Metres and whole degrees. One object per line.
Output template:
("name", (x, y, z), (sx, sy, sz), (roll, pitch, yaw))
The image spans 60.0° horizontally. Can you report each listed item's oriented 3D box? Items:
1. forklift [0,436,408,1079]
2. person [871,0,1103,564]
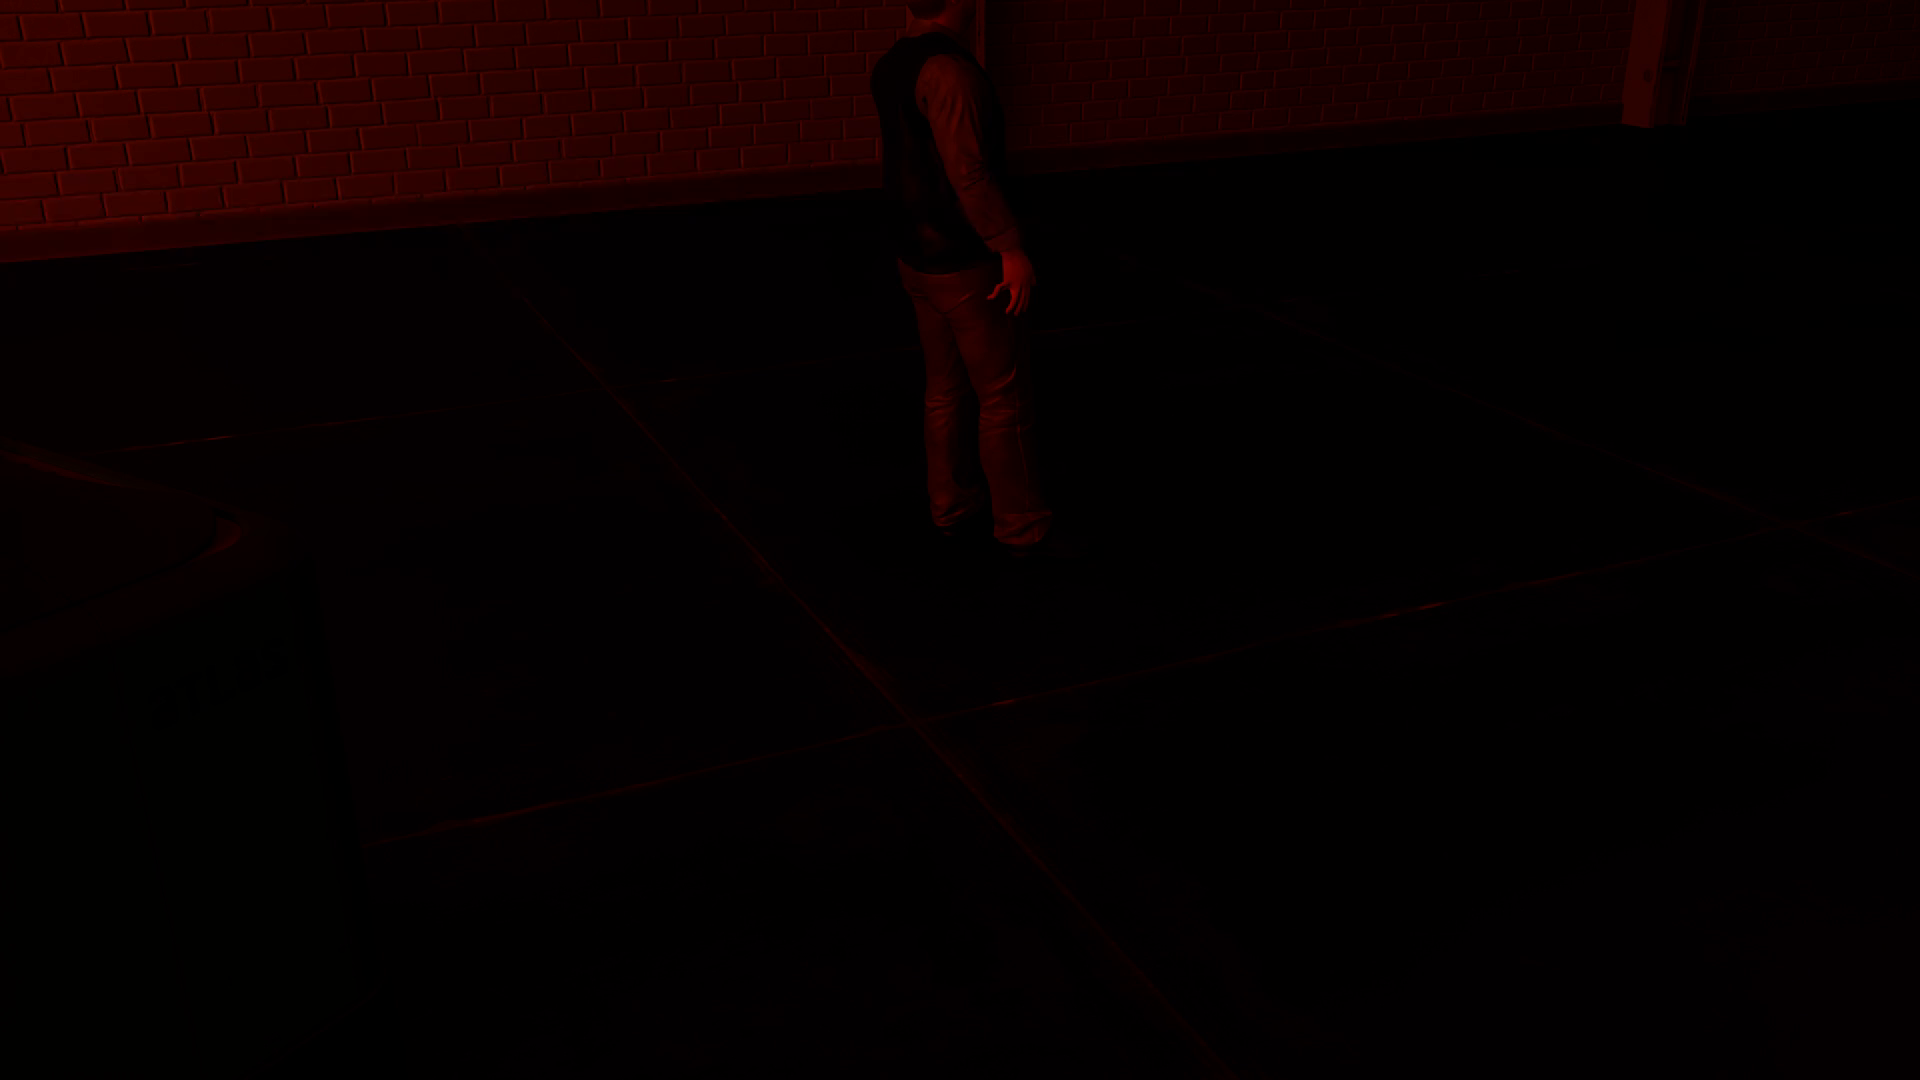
("forklift", (-2.112, 0.001, 1.284), (1.130, 2.935, 3.031), (13, 26, 29))
("person", (0.059, -0.809, 4.791), (0.568, 1.720, 0.632), (-10, 25, -23))
